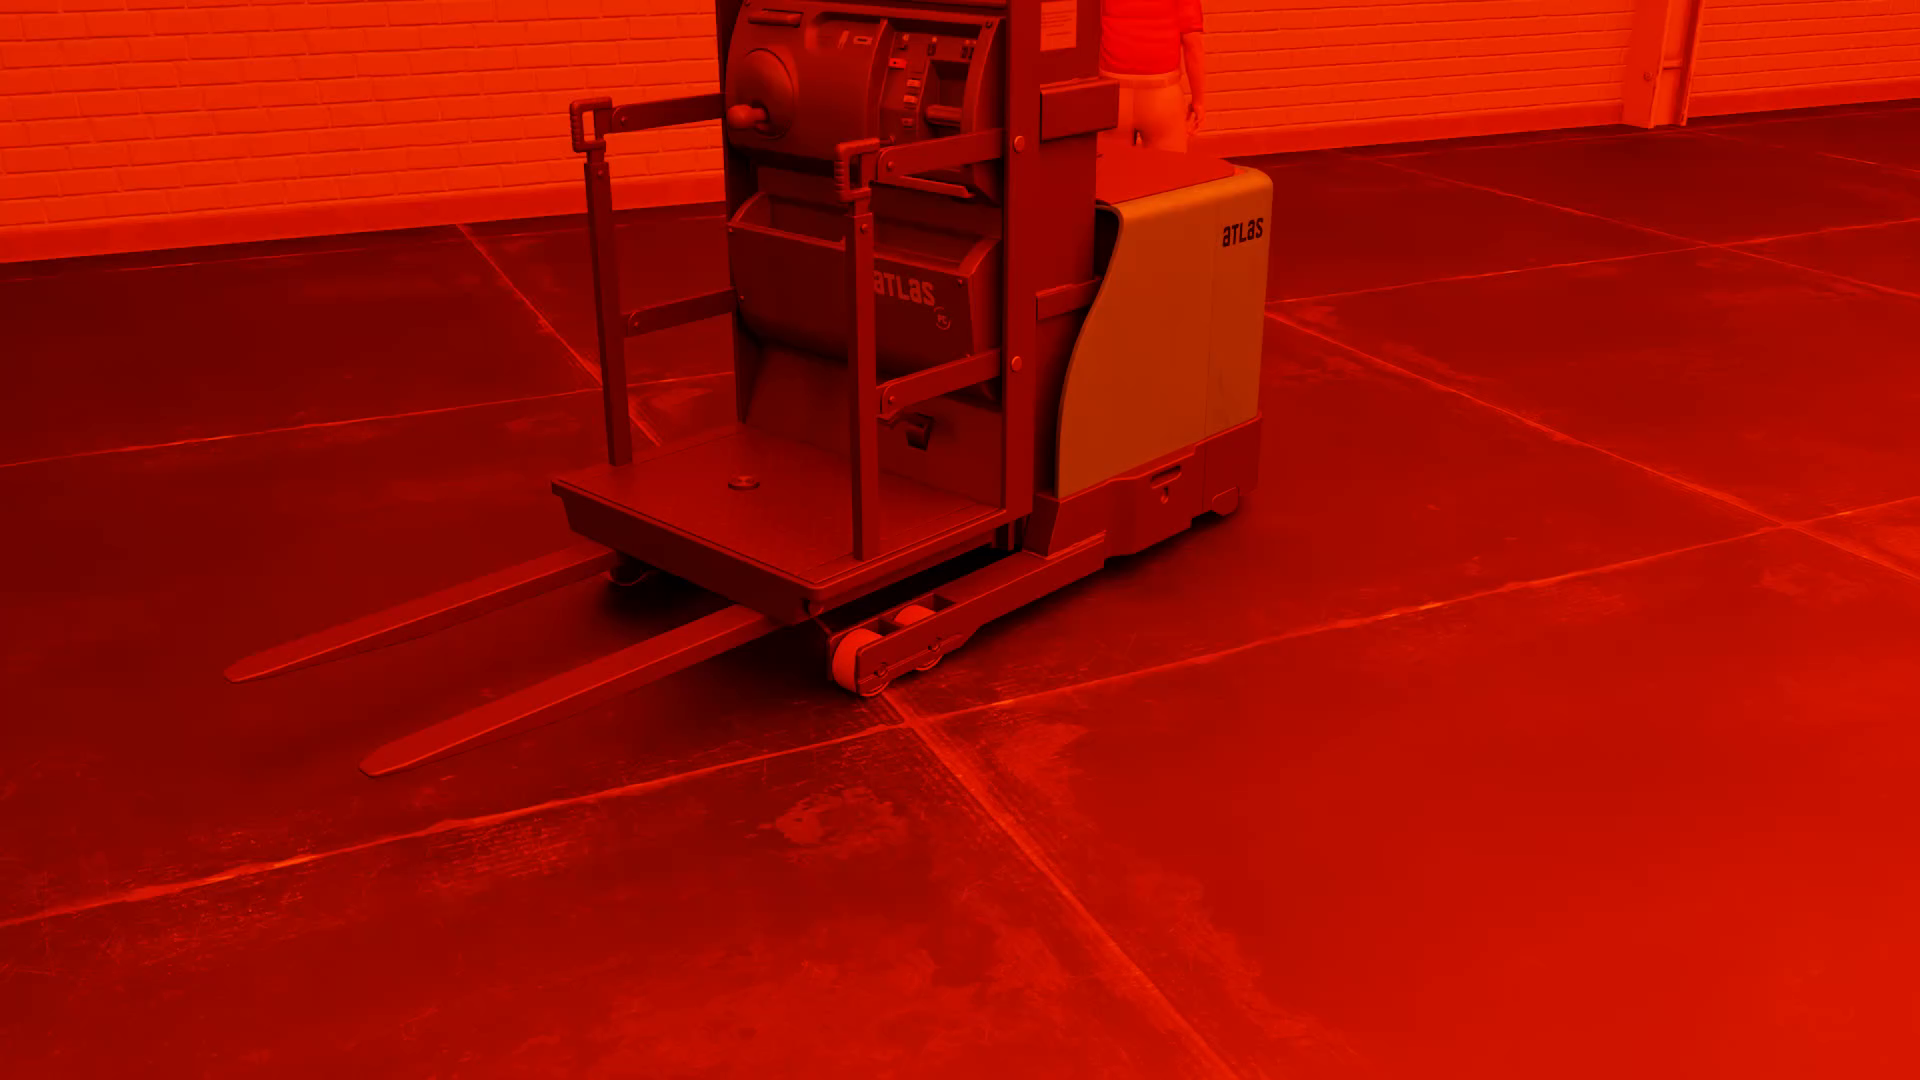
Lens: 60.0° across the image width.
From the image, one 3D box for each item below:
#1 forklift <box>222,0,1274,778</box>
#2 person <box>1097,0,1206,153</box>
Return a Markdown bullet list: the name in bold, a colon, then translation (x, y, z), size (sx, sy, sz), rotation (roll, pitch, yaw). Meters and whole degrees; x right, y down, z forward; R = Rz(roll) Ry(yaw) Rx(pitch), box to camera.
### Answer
- **forklift**: translation (-0.413, -1.182, 4.131), size (1.130, 2.935, 3.031), rotation (19, 29, 39)
- **person**: translation (0.835, -2.011, 7.695), size (0.599, 1.727, 0.388), rotation (6, 23, 14)
